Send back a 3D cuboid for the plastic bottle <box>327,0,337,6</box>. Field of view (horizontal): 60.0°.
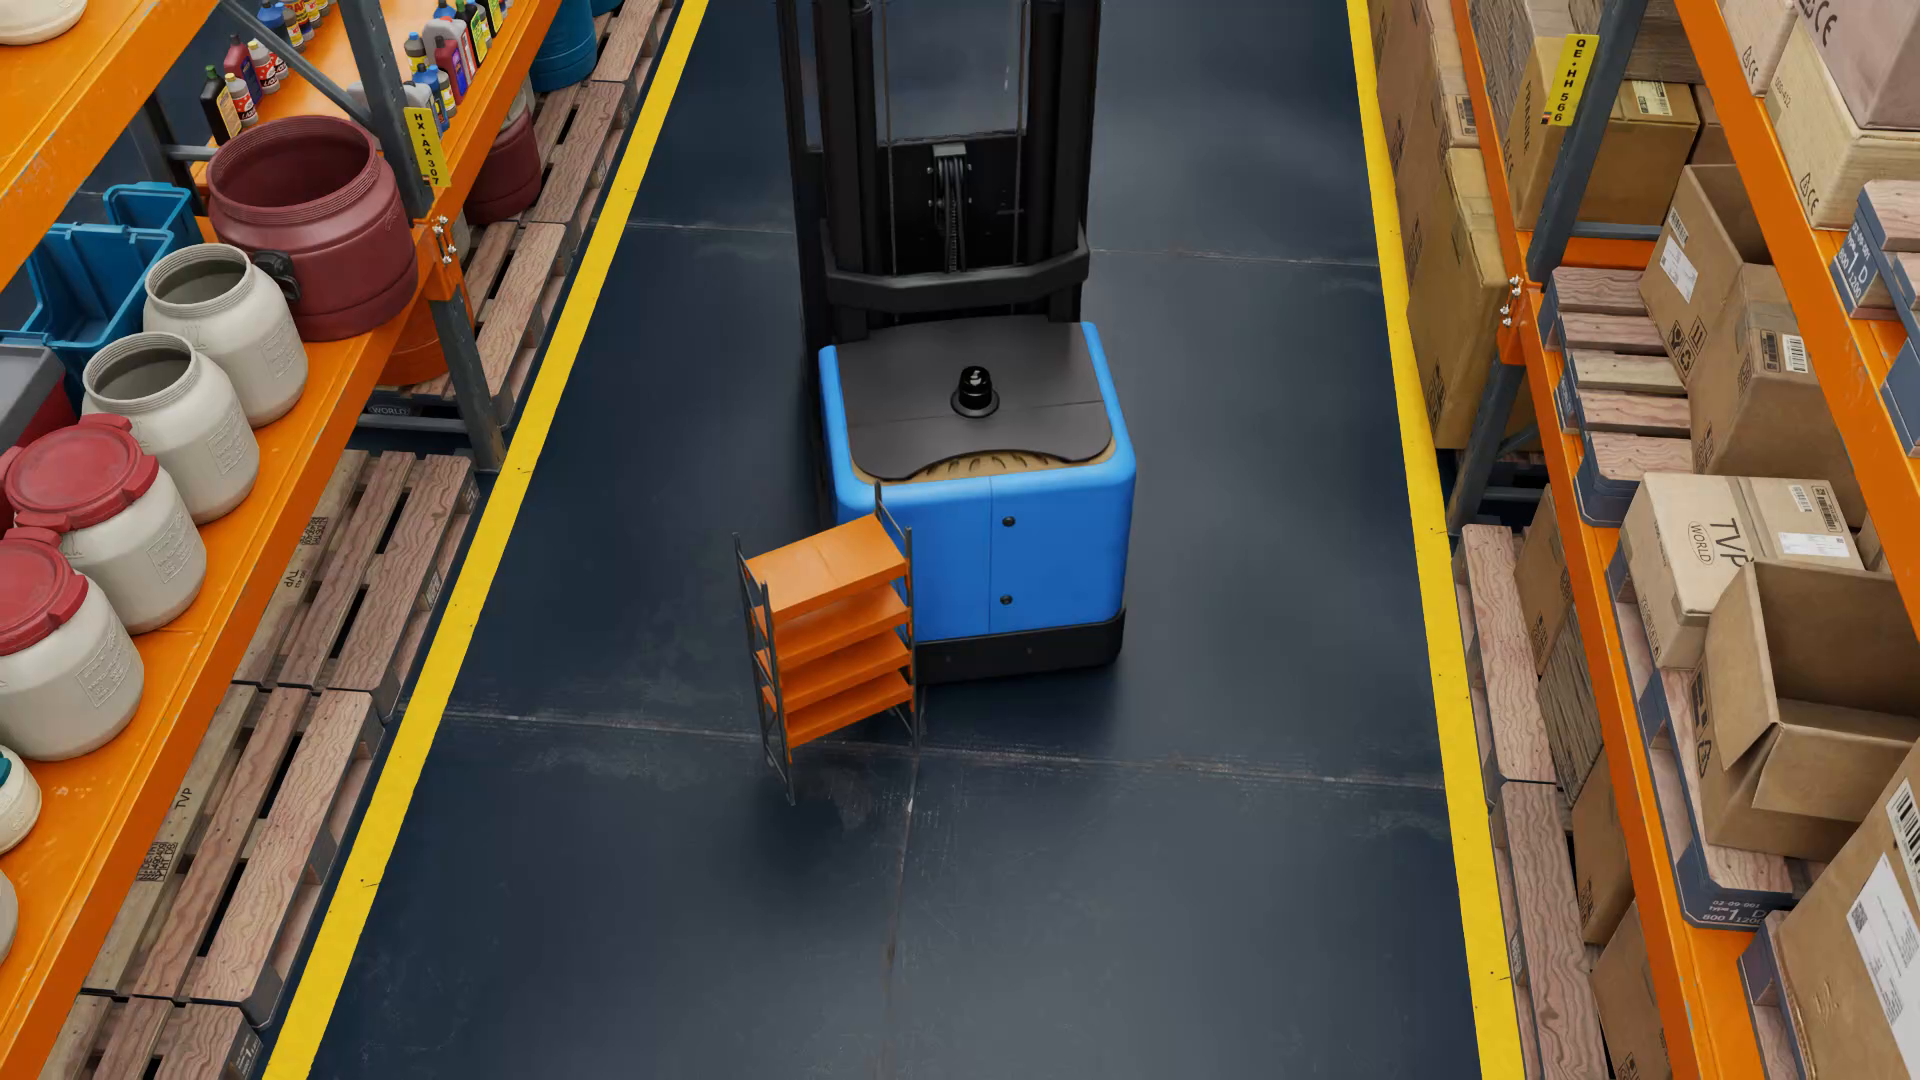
[{"bbox_3d":[-2.715,-2.382,7.056,0.097,0.201,0.097,0,48,0],"label":"plastic bottle"}]

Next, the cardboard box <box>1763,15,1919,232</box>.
[{"bbox_3d":[2.113,-0.914,3.648,0.500,0.250,0.500,5,48,4],"label":"cardboard box"}]

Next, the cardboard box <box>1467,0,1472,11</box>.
[{"bbox_3d":[2.435,-2.571,7.027,0.500,0.500,0.500,5,48,4],"label":"cardboard box"}]

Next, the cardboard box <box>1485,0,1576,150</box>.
[{"bbox_3d":[2.343,-1.815,6.335,0.500,0.500,0.500,3,48,3],"label":"cardboard box"}]

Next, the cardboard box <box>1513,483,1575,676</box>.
[{"bbox_3d":[2.453,0.153,5.999,0.700,0.500,0.500,2,48,1],"label":"cardboard box"}]

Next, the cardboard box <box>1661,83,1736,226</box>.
[{"bbox_3d":[2.809,-1.409,5.964,0.500,0.500,0.500,5,48,5],"label":"cardboard box"}]

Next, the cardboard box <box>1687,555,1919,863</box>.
[{"bbox_3d":[2.195,0.447,3.980,0.797,0.503,0.637,8,48,8],"label":"cardboard box"}]

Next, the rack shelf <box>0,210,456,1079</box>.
[{"bbox_3d":[-2.621,0.343,4.917,1.077,0.370,4.000,4,48,4],"label":"rack shelf"}]

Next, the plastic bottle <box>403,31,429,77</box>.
[{"bbox_3d":[-2.161,-1.933,6.646,0.097,0.201,0.097,0,48,0],"label":"plastic bottle"}]

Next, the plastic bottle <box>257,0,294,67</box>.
[{"bbox_3d":[-2.759,-2.048,6.703,0.097,0.271,0.097,0,48,0],"label":"plastic bottle"}]

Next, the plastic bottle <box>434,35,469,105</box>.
[{"bbox_3d":[-2.002,-1.864,6.527,0.061,0.283,0.133,4,48,4],"label":"plastic bottle"}]

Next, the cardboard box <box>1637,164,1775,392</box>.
[{"bbox_3d":[2.484,-0.812,5.133,0.500,0.500,0.500,-1,48,-1],"label":"cardboard box"}]

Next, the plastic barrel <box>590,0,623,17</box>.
[{"bbox_3d":[-2.141,-3.343,8.938,0.600,0.901,0.708,4,48,4],"label":"plastic barrel"}]

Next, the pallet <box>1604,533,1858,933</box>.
[{"bbox_3d":[2.354,0.486,4.429,1.003,0.211,1.213,4,48,4],"label":"pallet"}]

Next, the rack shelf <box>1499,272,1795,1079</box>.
[{"bbox_3d":[2.311,0.676,4.612,1.077,0.370,4.000,4,48,4],"label":"rack shelf"}]

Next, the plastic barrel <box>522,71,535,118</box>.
[{"bbox_3d":[-2.346,-2.283,8.232,0.421,0.512,0.421,0,48,0],"label":"plastic barrel"}]

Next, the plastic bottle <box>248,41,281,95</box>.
[{"bbox_3d":[-2.777,-1.881,6.598,0.097,0.201,0.097,0,48,0],"label":"plastic bottle"}]

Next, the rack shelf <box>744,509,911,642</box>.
[{"bbox_3d":[-0.429,0.111,5.328,0.480,0.148,0.258,-21,51,-18],"label":"rack shelf"}]

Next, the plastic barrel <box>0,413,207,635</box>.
[{"bbox_3d":[-2.391,-0.021,4.670,0.433,0.535,0.433,0,48,0],"label":"plastic barrel"}]

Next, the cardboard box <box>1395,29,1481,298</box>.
[{"bbox_3d":[2.666,-1.621,7.381,1.225,0.875,0.875,4,48,4],"label":"cardboard box"}]

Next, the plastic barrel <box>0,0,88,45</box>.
[{"bbox_3d":[-2.322,-1.385,4.070,0.301,0.262,0.301,0,48,0],"label":"plastic barrel"}]

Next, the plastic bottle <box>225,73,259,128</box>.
[{"bbox_3d":[-2.798,-1.712,6.443,0.097,0.201,0.097,0,48,0],"label":"plastic bottle"}]

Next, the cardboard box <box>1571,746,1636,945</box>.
[{"bbox_3d":[2.370,0.978,5.244,0.700,0.500,0.500,7,48,7],"label":"cardboard box"}]

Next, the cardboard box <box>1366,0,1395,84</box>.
[{"bbox_3d":[2.820,-2.928,8.577,1.225,0.875,0.875,4,48,4],"label":"cardboard box"}]

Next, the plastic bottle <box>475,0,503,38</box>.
[{"bbox_3d":[-1.956,-2.231,6.863,0.061,0.283,0.133,4,48,4],"label":"plastic bottle"}]

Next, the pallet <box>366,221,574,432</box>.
[{"bbox_3d":[-2.408,-1.010,7.557,1.003,0.211,1.213,4,48,4],"label":"pallet"}]

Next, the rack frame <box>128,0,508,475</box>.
[{"bbox_3d":[-2.439,-1.369,5.995,1.000,3.000,0.127,4,48,4],"label":"rack frame"}]

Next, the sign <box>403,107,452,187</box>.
[{"bbox_3d":[-1.890,-1.392,5.906,0.100,0.325,0.005,4,48,4],"label":"sign"}]

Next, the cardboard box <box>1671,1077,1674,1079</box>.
[{"bbox_3d":[2.269,1.800,4.493,0.700,0.500,0.500,4,48,3],"label":"cardboard box"}]

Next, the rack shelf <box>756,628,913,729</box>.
[{"bbox_3d":[-0.430,0.422,5.667,0.480,0.148,0.258,-21,51,-18],"label":"rack shelf"}]

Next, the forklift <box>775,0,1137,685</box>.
[{"bbox_3d":[-0.105,-1.535,6.193,1.130,2.935,3.031,-6,48,-5],"label":"forklift"}]

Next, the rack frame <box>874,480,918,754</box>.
[{"bbox_3d":[-0.214,0.294,5.694,0.015,1.200,0.240,-21,51,-18],"label":"rack frame"}]

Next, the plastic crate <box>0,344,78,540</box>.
[{"bbox_3d":[-2.891,-0.224,4.904,0.402,0.464,0.583,4,48,4],"label":"plastic crate"}]

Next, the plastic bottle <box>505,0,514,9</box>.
[{"bbox_3d":[-1.955,-2.384,7.011,0.097,0.271,0.097,0,48,0],"label":"plastic bottle"}]

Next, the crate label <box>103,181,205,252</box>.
[{"bbox_3d":[-2.850,-1.028,5.797,0.303,0.233,0.416,4,48,4],"label":"crate label"}]

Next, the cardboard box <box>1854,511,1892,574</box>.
[{"bbox_3d":[2.611,0.111,4.448,0.396,0.266,0.258,3,48,2],"label":"cardboard box"}]

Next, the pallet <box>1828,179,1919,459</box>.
[{"bbox_3d":[2.383,-0.254,3.070,1.213,0.211,1.003,4,48,4],"label":"pallet"}]

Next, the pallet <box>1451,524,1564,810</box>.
[{"bbox_3d":[2.421,0.479,6.195,1.003,0.211,1.213,4,48,4],"label":"pallet"}]

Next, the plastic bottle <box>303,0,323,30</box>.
[{"bbox_3d":[-2.732,-2.239,6.925,0.097,0.201,0.097,0,48,0],"label":"plastic bottle"}]

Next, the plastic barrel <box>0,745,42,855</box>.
[{"bbox_3d":[-2.530,0.655,4.238,0.301,0.262,0.301,0,48,0],"label":"plastic barrel"}]

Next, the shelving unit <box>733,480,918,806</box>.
[{"bbox_3d":[-0.430,0.377,5.617,0.503,1.200,0.258,-21,51,-18],"label":"shelving unit"}]

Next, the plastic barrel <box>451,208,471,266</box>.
[{"bbox_3d":[-2.449,-1.453,7.473,0.421,0.512,0.421,0,48,0],"label":"plastic barrel"}]

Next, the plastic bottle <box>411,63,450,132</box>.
[{"bbox_3d":[-2.039,-1.705,6.390,0.097,0.271,0.097,0,48,0],"label":"plastic bottle"}]

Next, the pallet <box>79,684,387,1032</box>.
[{"bbox_3d":[-2.662,1.033,5.688,1.003,0.211,1.213,4,48,4],"label":"pallet"}]

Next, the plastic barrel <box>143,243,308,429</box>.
[{"bbox_3d":[-2.320,-0.637,5.250,0.421,0.512,0.421,0,48,0],"label":"plastic barrel"}]

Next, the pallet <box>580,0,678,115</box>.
[{"bbox_3d":[-2.186,-2.803,9.197,1.003,0.211,1.213,4,48,4],"label":"pallet"}]

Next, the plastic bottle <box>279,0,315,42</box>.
[{"bbox_3d":[-2.741,-2.191,6.834,0.097,0.271,0.097,0,48,0],"label":"plastic bottle"}]

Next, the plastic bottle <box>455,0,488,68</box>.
[{"bbox_3d":[-1.977,-2.061,6.708,0.061,0.283,0.133,4,48,4],"label":"plastic bottle"}]
